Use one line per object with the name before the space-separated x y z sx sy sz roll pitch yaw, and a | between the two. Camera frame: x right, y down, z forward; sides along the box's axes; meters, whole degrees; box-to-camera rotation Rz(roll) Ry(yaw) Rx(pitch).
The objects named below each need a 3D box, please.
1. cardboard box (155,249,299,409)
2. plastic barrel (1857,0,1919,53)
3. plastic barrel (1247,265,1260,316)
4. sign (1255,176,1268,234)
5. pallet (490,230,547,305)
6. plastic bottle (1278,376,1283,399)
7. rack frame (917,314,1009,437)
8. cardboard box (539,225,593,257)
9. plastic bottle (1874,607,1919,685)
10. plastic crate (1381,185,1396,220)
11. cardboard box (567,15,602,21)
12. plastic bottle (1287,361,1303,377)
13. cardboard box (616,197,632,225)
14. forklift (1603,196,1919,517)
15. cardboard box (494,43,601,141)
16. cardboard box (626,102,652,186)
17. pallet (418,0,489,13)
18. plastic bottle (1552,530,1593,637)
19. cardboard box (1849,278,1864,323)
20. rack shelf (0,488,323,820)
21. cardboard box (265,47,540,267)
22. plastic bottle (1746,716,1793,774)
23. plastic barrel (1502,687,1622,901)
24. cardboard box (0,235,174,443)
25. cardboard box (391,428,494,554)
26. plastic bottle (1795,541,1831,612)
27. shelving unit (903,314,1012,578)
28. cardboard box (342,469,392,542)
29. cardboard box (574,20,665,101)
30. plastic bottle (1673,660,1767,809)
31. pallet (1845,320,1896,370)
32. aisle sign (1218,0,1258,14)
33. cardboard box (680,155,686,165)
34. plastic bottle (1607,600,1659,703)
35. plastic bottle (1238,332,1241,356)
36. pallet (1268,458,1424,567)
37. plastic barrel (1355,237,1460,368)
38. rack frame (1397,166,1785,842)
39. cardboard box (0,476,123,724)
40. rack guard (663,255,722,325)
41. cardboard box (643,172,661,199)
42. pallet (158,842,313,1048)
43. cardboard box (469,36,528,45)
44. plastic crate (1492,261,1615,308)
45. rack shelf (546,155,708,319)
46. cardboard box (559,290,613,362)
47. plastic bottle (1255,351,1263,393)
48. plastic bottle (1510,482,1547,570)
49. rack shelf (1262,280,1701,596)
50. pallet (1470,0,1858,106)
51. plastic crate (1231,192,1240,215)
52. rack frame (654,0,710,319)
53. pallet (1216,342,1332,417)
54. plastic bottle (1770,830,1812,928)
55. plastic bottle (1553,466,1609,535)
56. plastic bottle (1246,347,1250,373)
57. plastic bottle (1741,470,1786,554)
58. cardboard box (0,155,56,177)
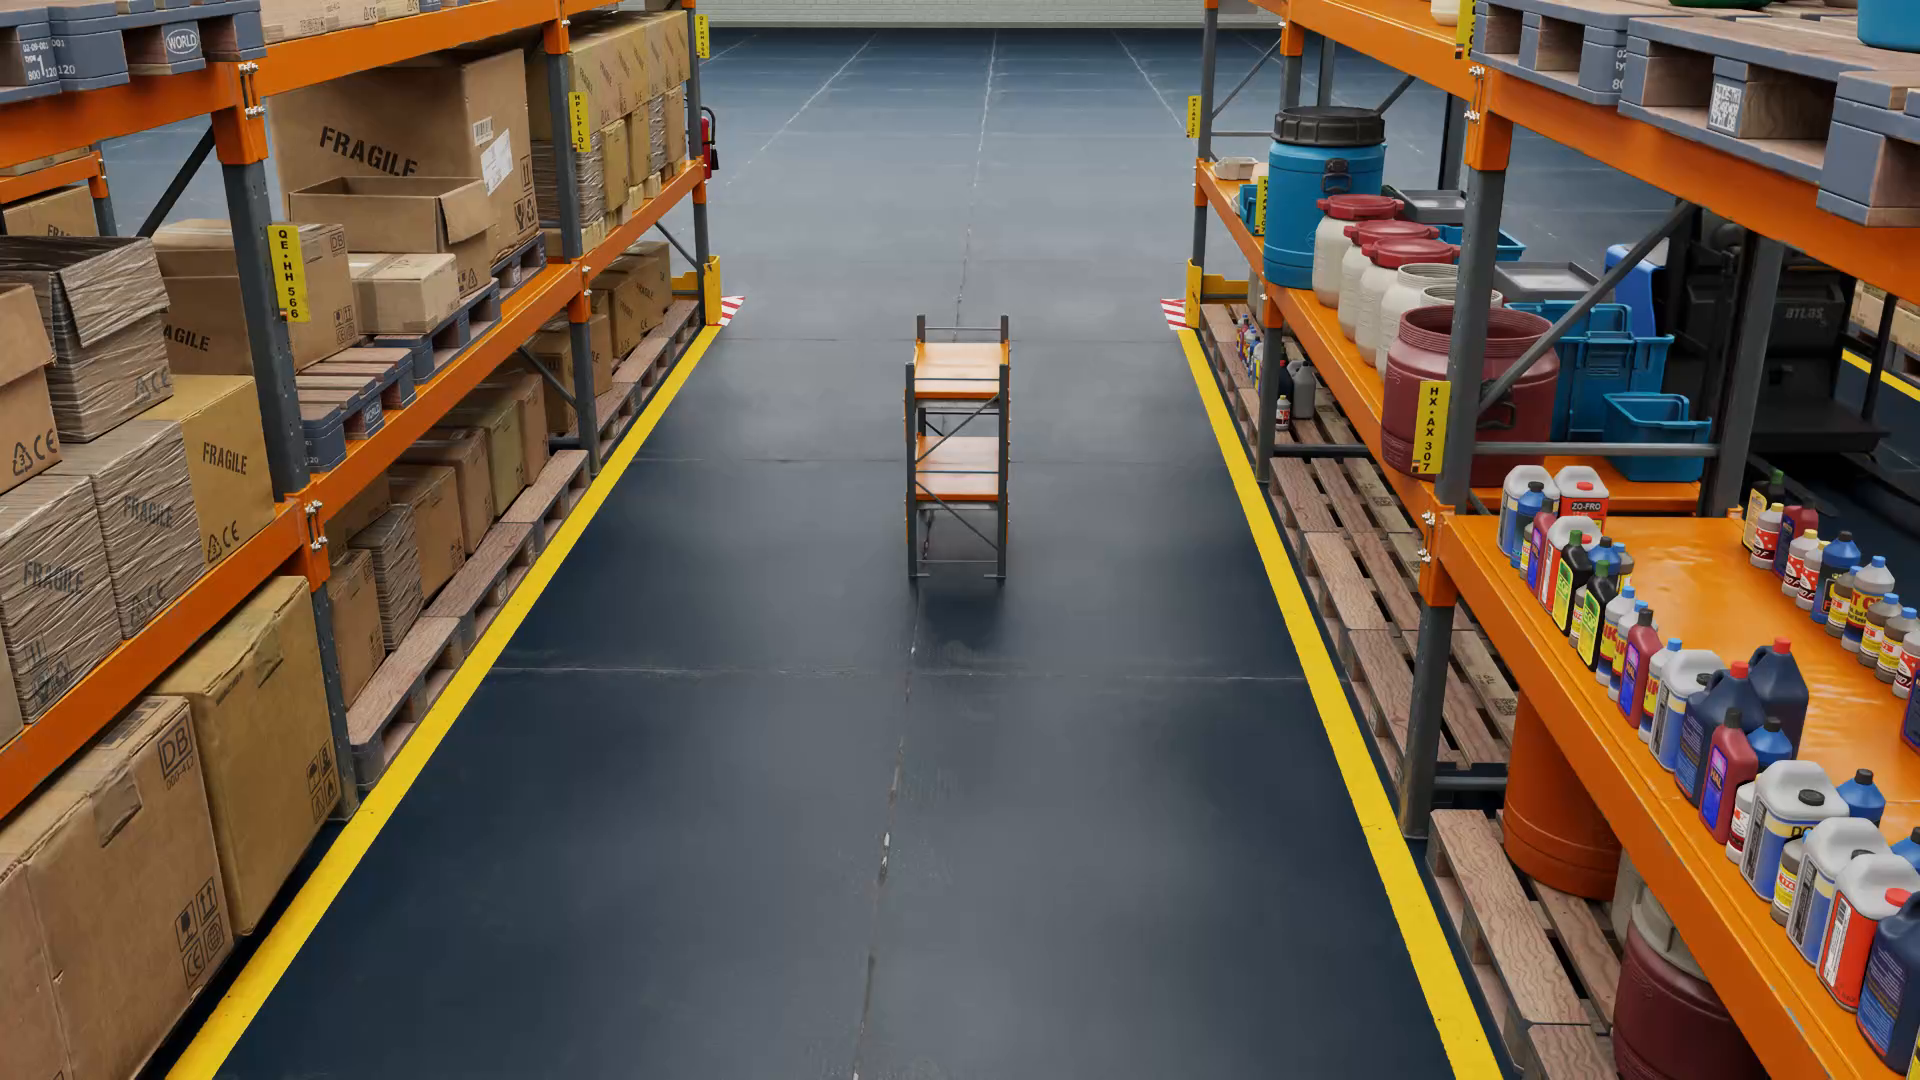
cardboard box | -2.828 -0.794 6.209 0.500 0.500 0.500 -2 21 -5
plastic barrel | 1.924 -1.301 2.816 0.600 0.901 0.708 1 21 2
plastic barrel | 2.446 -1.991 12.871 0.421 0.512 0.421 0 21 0
sign | 1.719 -1.886 9.361 0.100 0.325 0.005 1 21 2
pallet | -2.851 -1.438 8.852 1.003 0.211 1.213 1 21 2
plastic bottle | 1.953 -0.864 10.255 0.061 0.283 0.133 2 21 4
rack frame | 0.015 -0.706 9.293 0.500 1.125 0.032 1 21 2
cardboard box | -2.375 -1.759 9.763 0.380 0.149 0.250 1 21 2
plastic bottle | 2.514 0.279 4.438 0.097 0.201 0.097 0 21 0
plastic crate | 2.411 -1.906 9.881 0.767 0.338 0.504 1 21 2
cardboard box | -2.872 -3.523 12.030 0.500 0.500 0.500 1 21 2
plastic bottle | 2.154 -0.995 10.605 0.152 0.276 0.135 1 21 2
cardboard box | -2.328 -2.120 10.694 0.380 0.149 0.250 1 21 2
forklift | 4.876 -1.835 9.706 1.130 2.935 3.031 0 21 -1
cardboard box | -2.415 -2.613 9.685 0.500 0.500 0.500 1 21 2
cardboard box | -2.586 -2.692 11.270 0.875 0.500 0.500 1 21 2
pallet | -2.836 -2.516 7.478 1.213 0.211 1.003 1 21 2
plastic bottle | 1.747 0.122 4.730 0.061 0.283 0.133 1 21 2
cardboard box | 7.102 -1.860 12.897 0.500 0.250 0.500 1 21 2
rack shelf | -2.865 0.703 4.065 1.077 0.370 4.000 1 21 2
cardboard box | -2.847 -1.991 8.605 1.000 1.000 1.000 1 21 2
plastic bottle | 1.792 0.523 3.713 0.097 0.271 0.097 0 21 0
plastic barrel | 2.149 0.692 5.518 0.600 0.830 0.708 1 21 2
cardboard box | -2.843 -0.606 4.918 0.797 0.503 0.637 1 21 3
cardboard box | -2.773 -0.245 8.361 0.700 0.500 0.500 -1 21 -3
plastic bottle | 2.529 0.103 4.892 0.097 0.201 0.097 0 21 0
shelving unit | 0.000 -0.522 8.819 0.538 1.125 1.048 1 21 2
cardboard box | -2.808 -0.179 7.155 0.500 0.250 0.500 3 21 8
cardboard box | -2.358 -3.336 11.549 0.500 0.500 0.500 1 21 2
plastic bottle | 1.759 0.434 3.832 0.144 0.351 0.185 1 21 2
pallet | 7.359 -1.561 12.759 1.003 0.211 1.213 1 21 2
aisle sign | 2.099 -4.435 12.718 0.394 0.787 0.004 1 21 2
cardboard box | -2.363 -3.026 13.027 0.380 0.149 0.250 1 21 2
plastic bottle | 1.751 0.288 4.319 0.097 0.271 0.097 0 21 0
plastic bottle | 2.020 -1.404 11.762 0.097 0.201 0.097 0 21 0
pallet | 2.283 -0.163 9.157 1.003 0.211 1.213 1 21 2
plastic barrel | 1.984 -1.045 7.389 0.433 0.535 0.433 0 21 0
rack frame | 2.147 -0.301 5.658 1.000 3.000 0.127 1 21 2
cardboard box | -2.605 0.147 4.365 0.500 0.500 0.500 0 21 0
rack guard | -2.563 -2.055 13.634 1.175 0.500 0.348 1 21 2
cardboard box | -2.304 -2.482 11.626 0.380 0.149 0.250 1 21 2
pallet | -2.903 1.229 5.570 1.003 0.211 1.213 1 21 2
cardboard box | -2.930 -2.800 10.166 0.500 0.500 0.500 1 21 2
plastic crate | 2.502 -0.912 7.143 0.402 0.464 0.583 1 21 2
rack shelf | -2.622 -2.189 11.520 1.077 0.370 4.000 1 21 2
cardboard box | -2.680 -1.409 11.388 0.500 0.500 0.500 -1 21 -3
plastic bottle | 2.015 -1.140 10.873 0.144 0.351 0.185 1 21 1
plastic bottle | 1.779 -0.046 5.180 0.097 0.271 0.097 0 21 0
rack shelf | 2.207 -0.689 7.652 1.077 0.370 4.000 1 21 2
pallet | 2.026 -1.336 4.439 1.003 0.211 1.213 1 21 2
plastic crate | 2.064 -2.214 10.953 0.530 0.136 0.437 1 21 2
rack frame | -2.561 -3.248 13.253 1.000 3.000 0.127 1 21 2
pallet | 2.365 -1.132 11.654 1.003 0.211 1.213 1 21 2
plastic bottle | 1.720 0.687 3.387 0.097 0.201 0.097 0 21 0
plastic bottle | 1.962 -0.089 5.282 0.152 0.276 0.135 1 21 2
plastic bottle | 2.007 -1.246 11.354 0.097 0.201 0.097 0 21 0
plastic bottle | 2.561 -0.096 5.290 0.061 0.283 0.133 1 21 2
cardboard box | -7.476 -3.075 12.601 0.875 0.550 0.550 1 21 2
